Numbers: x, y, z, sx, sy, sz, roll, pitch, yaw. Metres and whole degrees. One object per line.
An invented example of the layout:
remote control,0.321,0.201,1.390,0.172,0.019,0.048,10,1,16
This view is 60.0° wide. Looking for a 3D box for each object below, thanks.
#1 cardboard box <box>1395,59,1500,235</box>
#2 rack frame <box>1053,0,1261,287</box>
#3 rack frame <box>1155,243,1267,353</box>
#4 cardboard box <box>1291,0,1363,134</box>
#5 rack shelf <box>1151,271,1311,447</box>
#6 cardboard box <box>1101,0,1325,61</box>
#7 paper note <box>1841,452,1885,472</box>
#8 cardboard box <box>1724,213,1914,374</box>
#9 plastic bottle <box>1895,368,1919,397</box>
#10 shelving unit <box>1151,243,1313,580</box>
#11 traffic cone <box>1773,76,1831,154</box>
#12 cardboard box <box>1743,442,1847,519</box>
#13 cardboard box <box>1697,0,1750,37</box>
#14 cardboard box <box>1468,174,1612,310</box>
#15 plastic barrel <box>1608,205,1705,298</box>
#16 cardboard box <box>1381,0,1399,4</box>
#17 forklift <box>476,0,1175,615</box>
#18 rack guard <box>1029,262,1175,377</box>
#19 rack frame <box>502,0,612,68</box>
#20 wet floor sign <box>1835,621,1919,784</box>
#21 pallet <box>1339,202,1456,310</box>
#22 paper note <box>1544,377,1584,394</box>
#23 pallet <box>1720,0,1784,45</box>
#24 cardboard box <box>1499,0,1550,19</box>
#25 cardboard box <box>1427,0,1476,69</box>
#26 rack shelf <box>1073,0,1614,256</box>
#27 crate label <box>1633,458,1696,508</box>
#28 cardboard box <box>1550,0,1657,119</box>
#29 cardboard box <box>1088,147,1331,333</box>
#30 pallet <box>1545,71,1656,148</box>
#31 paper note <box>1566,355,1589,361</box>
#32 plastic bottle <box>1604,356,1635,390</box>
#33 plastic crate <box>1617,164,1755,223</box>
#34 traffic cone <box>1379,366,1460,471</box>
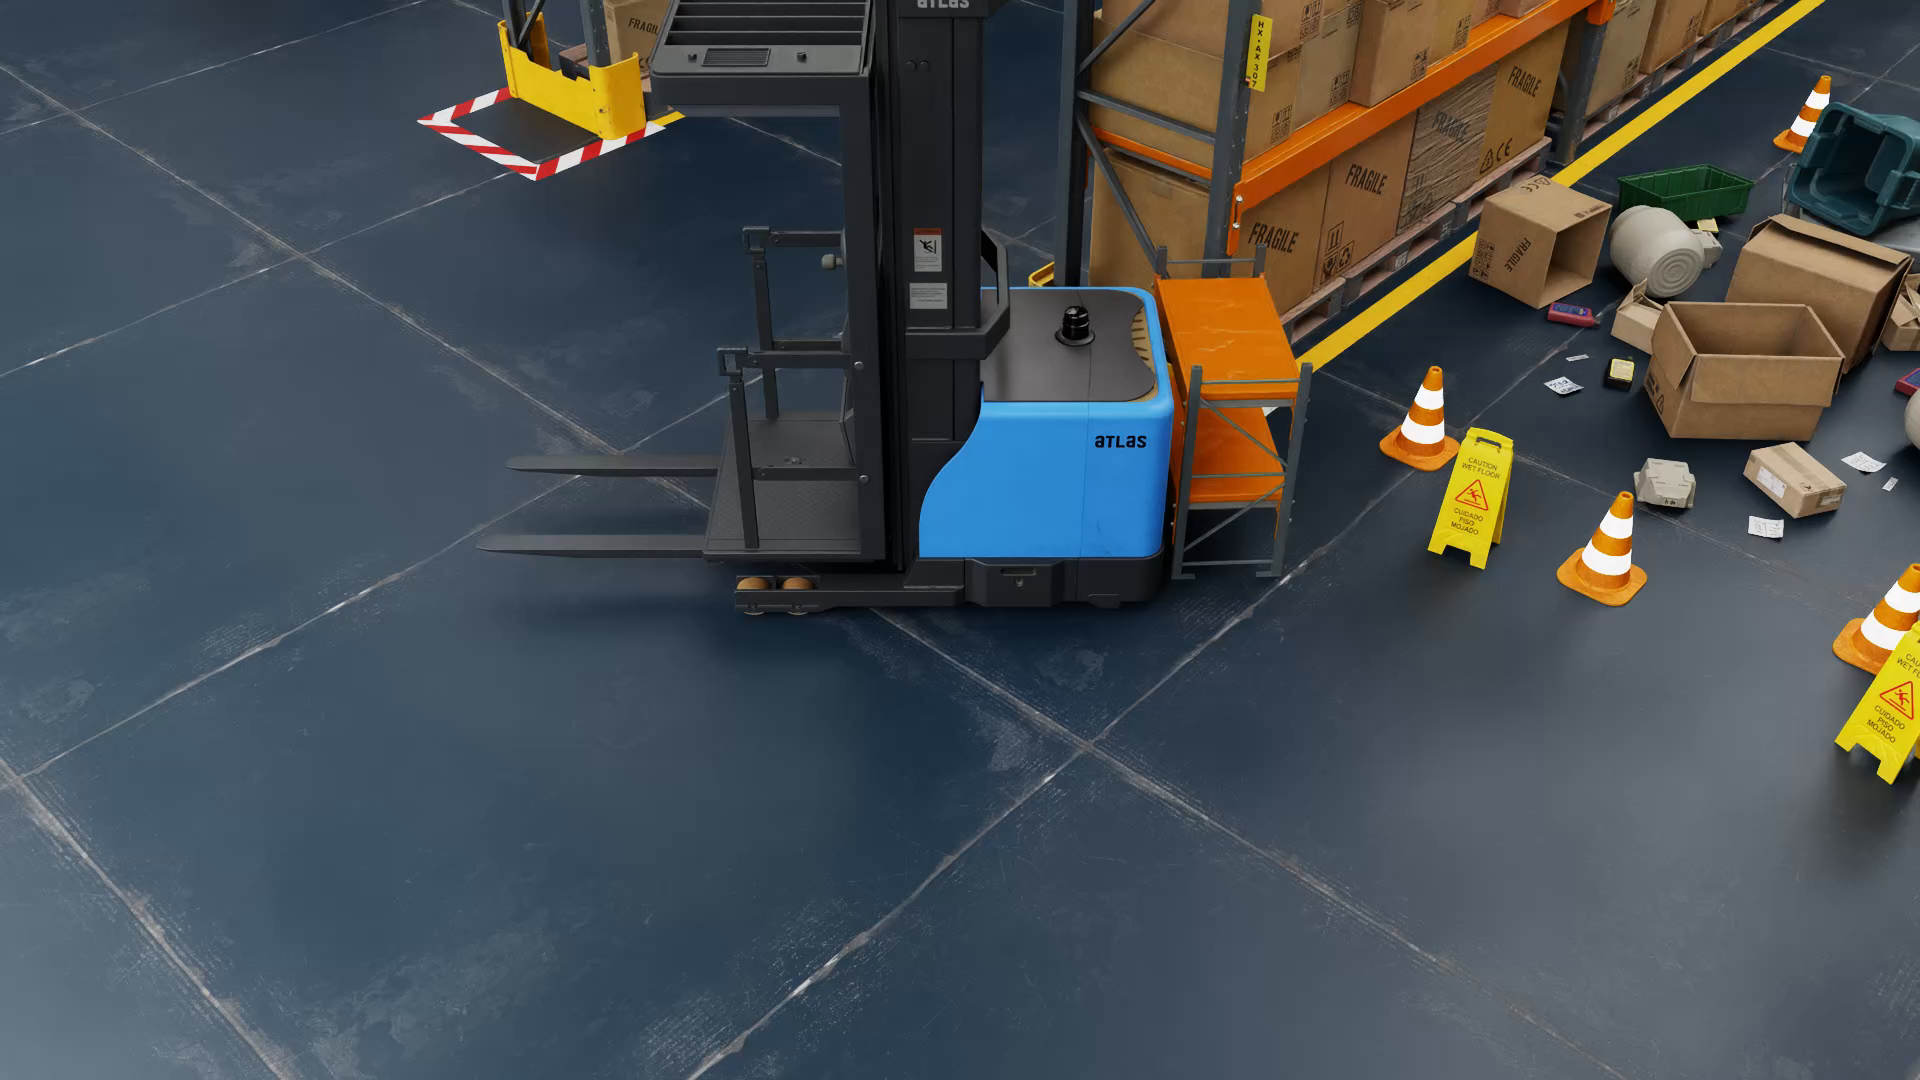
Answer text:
cardboard box,2.513,-2.483,9.832,0.875,0.875,0.875,30,47,32
rack frame,0.896,-1.988,7.840,1.000,3.000,0.127,30,47,32
rack frame,1.159,-0.910,7.990,0.500,1.125,0.032,-2,39,-2
cardboard box,1.468,-2.498,8.361,0.875,0.550,0.550,30,47,32
rack shelf,1.182,-0.823,7.411,0.538,0.278,1.000,-2,39,-2
cardboard box,1.175,-2.623,7.651,0.875,0.550,0.550,30,47,32
paper note,4.470,-0.387,8.221,0.142,0.019,0.148,-18,42,-21
cardboard box,4.559,-1.335,8.915,0.797,0.637,0.503,30,47,32
plastic bottle,5.061,-0.838,8.755,0.283,0.061,0.133,-26,45,-29
shelving unit,1.182,-0.594,7.593,0.538,1.125,1.048,-2,39,-2
traffic cone,5.614,-2.815,10.918,0.336,0.463,0.334,30,47,32
cardboard box,4.011,-0.290,7.995,0.250,0.149,0.380,-11,40,-14
cardboard box,5.228,-4.302,12.220,1.050,0.750,0.750,30,48,32
cardboard box,3.305,-1.704,9.489,0.500,0.500,0.500,-26,45,-29
plastic barrel,3.961,-1.652,9.487,0.421,0.421,0.512,-5,39,-6
cardboard box,1.956,-3.115,8.269,0.875,0.550,0.550,30,47,32
forklift,-0.627,-1.147,6.838,3.031,2.935,1.130,0,38,0
rack guard,0.880,-0.998,8.604,1.175,0.500,0.348,30,47,32
rack frame,-2.697,-4.117,10.517,1.000,3.000,0.127,30,47,32
wet floor sign,3.700,0.604,6.472,0.232,0.644,0.267,-18,42,-21
pallet,2.201,-1.854,9.913,1.003,0.211,1.213,30,47,32
paper note,3.179,-0.813,8.750,0.142,0.017,0.144,-18,42,-21
pallet,5.705,-4.241,12.914,1.003,0.211,1.213,30,47,32
cardboard box,3.000,-3.448,9.555,0.875,0.550,0.550,30,47,32
cardboard box,2.265,-2.963,8.946,0.875,0.550,0.500,30,47,32
rack shelf,2.245,-2.625,9.219,1.077,0.370,4.000,30,47,32
crate label,3.392,-0.272,7.982,0.250,0.136,0.298,8,39,10
cardboard box,3.947,-3.432,11.127,1.050,0.750,0.750,29,47,32
cardboard box,1.304,-1.660,8.797,0.875,0.875,0.875,30,47,32
pallet,4.059,-3.120,11.504,1.003,0.211,1.213,30,47,32
paper note,3.334,-0.983,8.979,0.123,0.001,0.032,-11,40,-14
plastic bottle,3.507,-0.899,8.831,0.133,0.061,0.283,14,41,17
plastic crate,4.444,-2.117,10.216,0.662,0.188,0.450,-11,30,-14
traffic cone,2.302,-0.643,8.186,0.336,0.463,0.334,30,47,32
